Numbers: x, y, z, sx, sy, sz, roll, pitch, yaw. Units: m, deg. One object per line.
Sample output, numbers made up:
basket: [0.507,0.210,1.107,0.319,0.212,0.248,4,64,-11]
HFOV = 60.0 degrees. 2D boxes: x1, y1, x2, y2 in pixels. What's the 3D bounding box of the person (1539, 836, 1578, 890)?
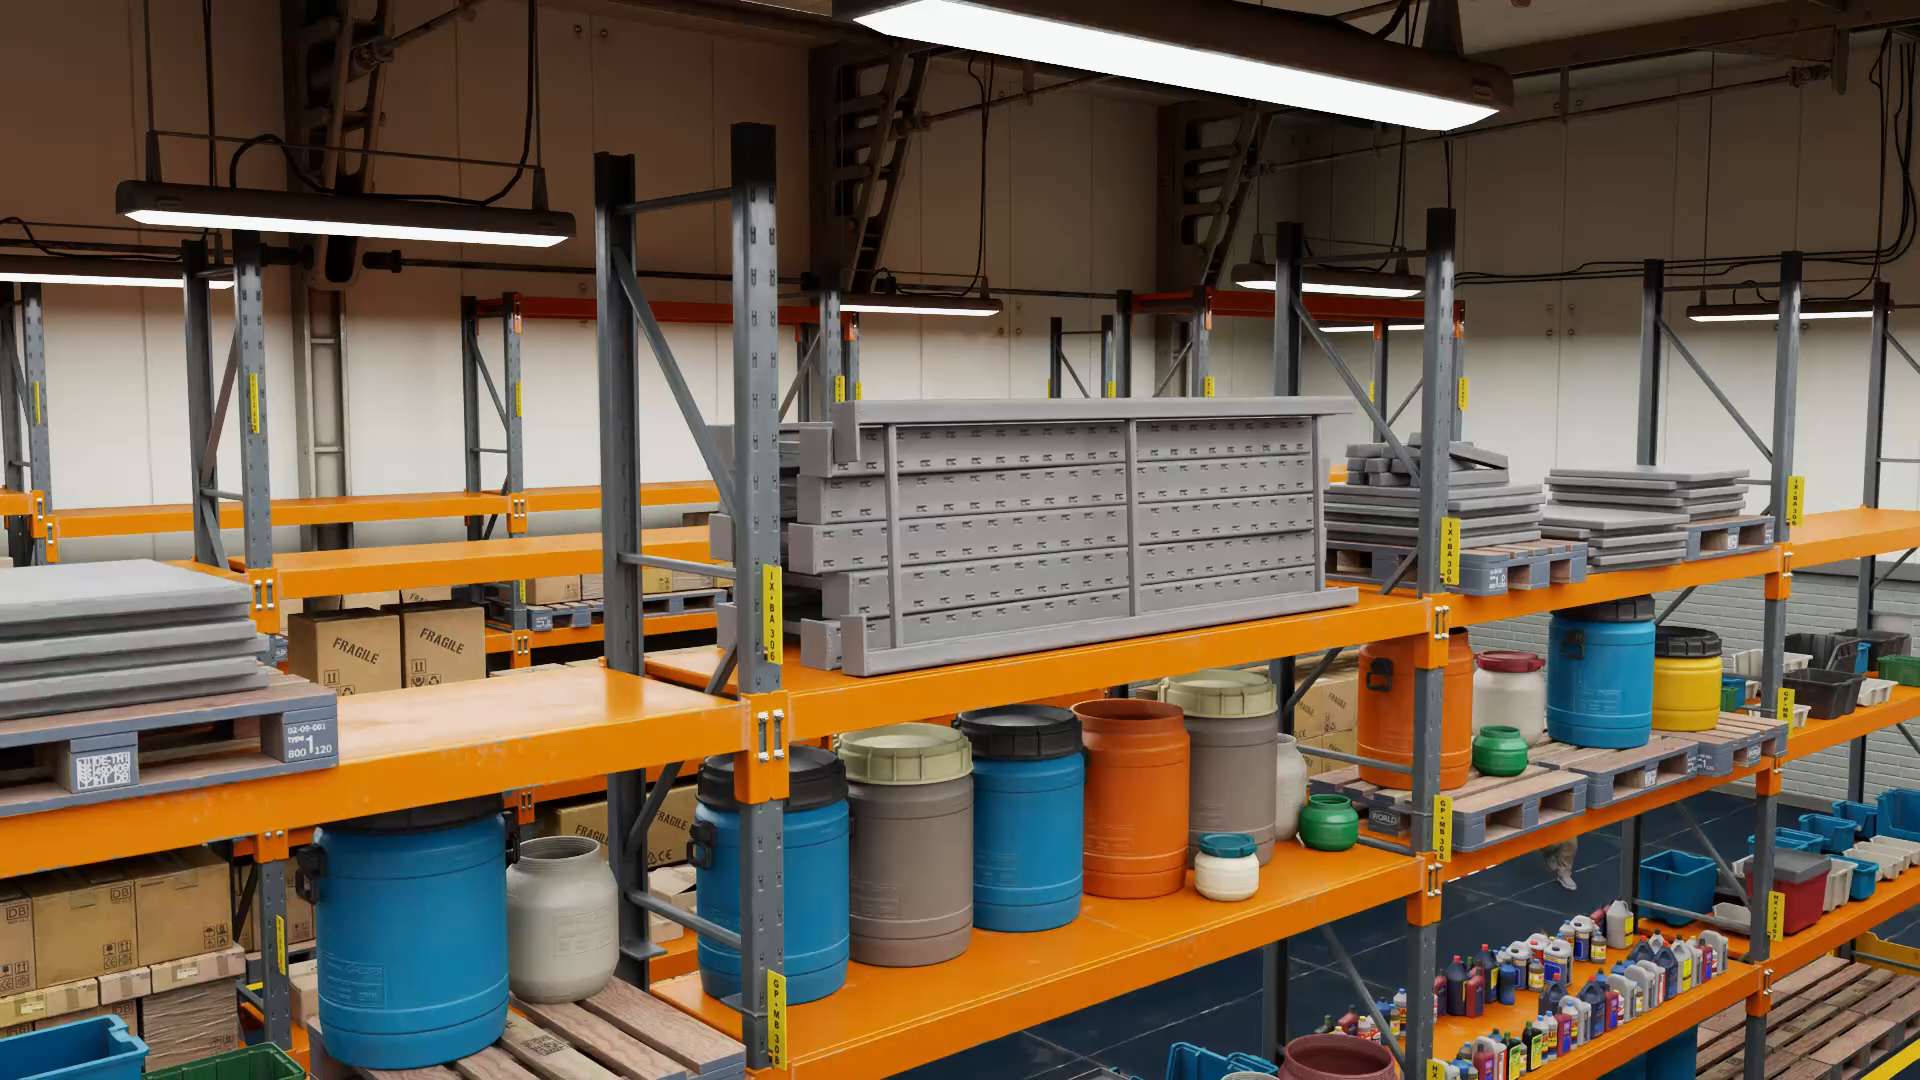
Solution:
person: [6.074,2.720,17.135,0.771,1.682,0.623,0,5,2]
